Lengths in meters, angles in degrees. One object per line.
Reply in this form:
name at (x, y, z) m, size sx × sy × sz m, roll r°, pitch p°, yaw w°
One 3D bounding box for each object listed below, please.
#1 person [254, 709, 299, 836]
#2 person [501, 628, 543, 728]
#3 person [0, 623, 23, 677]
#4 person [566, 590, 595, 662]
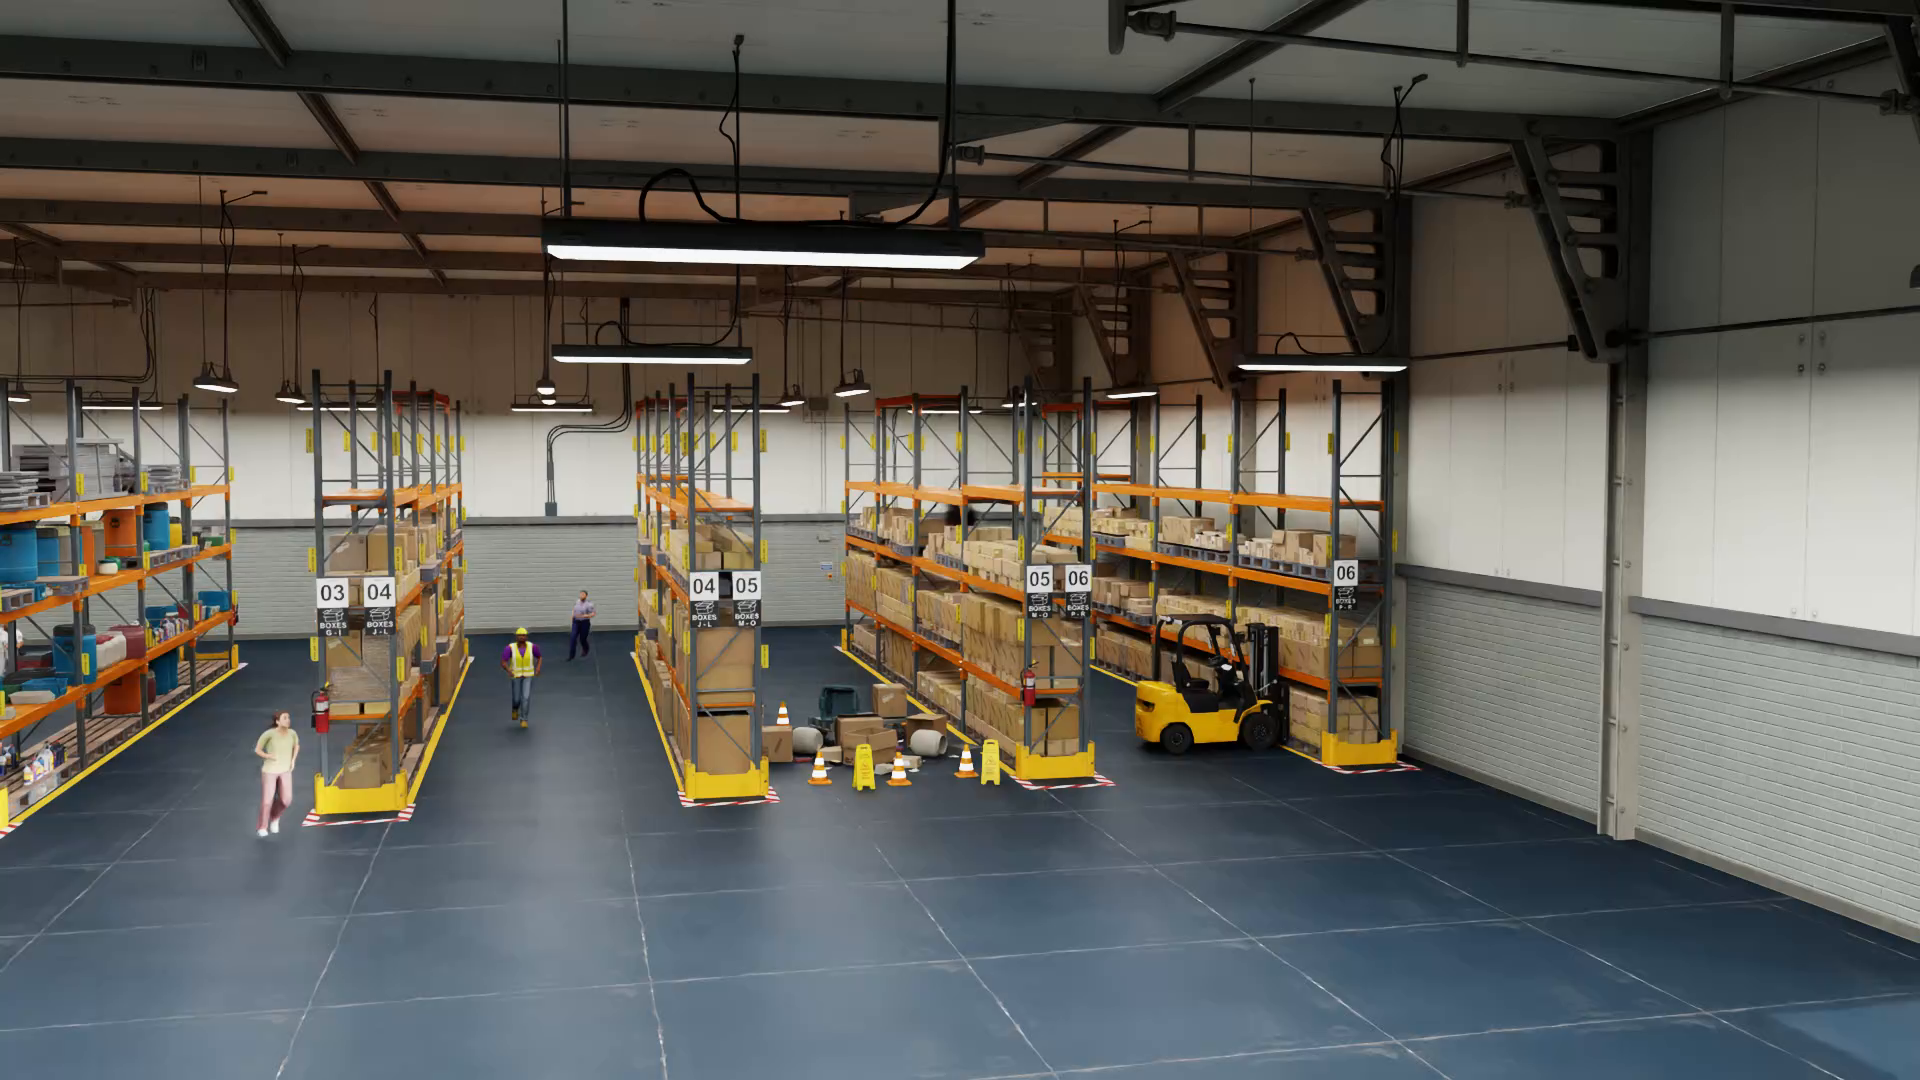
person at (-8.685, 2.967, 21.258) m, size 0.587 × 1.604 × 0.524 m, roll -3°, pitch 4°, yaw -38°
person at (-7.785, 2.428, 29.579) m, size 0.727 × 1.756 × 0.735 m, roll -1°, pitch 3°, yaw -19°
person at (-18.399, 2.326, 32.125) m, size 0.573 × 1.725 × 0.807 m, roll -1°, pitch 4°, yaw -21°
person at (-8.719, 1.985, 38.539) m, size 0.631 × 1.654 × 0.876 m, roll 1°, pitch 3°, yaw 14°
